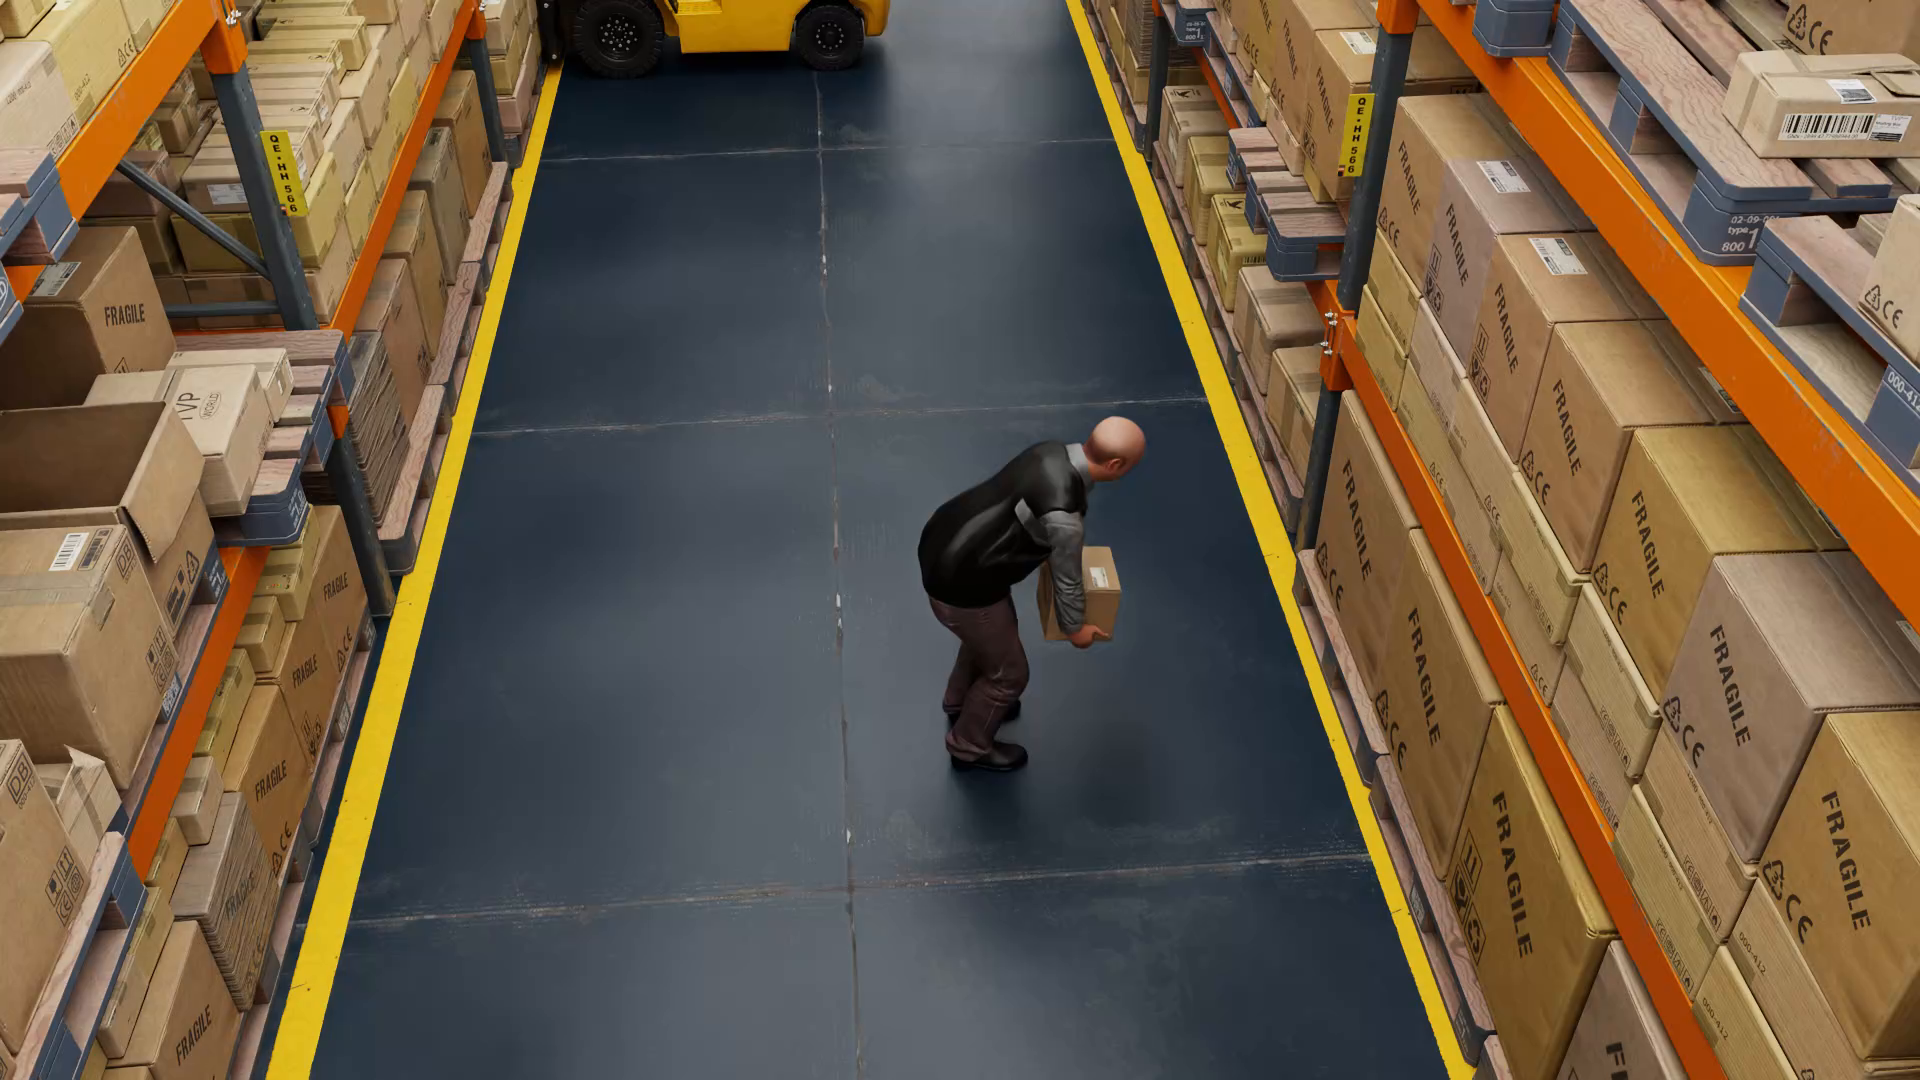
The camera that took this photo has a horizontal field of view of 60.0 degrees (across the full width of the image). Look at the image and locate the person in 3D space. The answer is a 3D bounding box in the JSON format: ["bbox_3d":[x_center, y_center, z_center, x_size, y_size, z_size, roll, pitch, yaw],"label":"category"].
[{"bbox_3d":[0.249,0.190,6.134,0.797,1.480,0.470,-4,39,-5],"label":"person"}]
